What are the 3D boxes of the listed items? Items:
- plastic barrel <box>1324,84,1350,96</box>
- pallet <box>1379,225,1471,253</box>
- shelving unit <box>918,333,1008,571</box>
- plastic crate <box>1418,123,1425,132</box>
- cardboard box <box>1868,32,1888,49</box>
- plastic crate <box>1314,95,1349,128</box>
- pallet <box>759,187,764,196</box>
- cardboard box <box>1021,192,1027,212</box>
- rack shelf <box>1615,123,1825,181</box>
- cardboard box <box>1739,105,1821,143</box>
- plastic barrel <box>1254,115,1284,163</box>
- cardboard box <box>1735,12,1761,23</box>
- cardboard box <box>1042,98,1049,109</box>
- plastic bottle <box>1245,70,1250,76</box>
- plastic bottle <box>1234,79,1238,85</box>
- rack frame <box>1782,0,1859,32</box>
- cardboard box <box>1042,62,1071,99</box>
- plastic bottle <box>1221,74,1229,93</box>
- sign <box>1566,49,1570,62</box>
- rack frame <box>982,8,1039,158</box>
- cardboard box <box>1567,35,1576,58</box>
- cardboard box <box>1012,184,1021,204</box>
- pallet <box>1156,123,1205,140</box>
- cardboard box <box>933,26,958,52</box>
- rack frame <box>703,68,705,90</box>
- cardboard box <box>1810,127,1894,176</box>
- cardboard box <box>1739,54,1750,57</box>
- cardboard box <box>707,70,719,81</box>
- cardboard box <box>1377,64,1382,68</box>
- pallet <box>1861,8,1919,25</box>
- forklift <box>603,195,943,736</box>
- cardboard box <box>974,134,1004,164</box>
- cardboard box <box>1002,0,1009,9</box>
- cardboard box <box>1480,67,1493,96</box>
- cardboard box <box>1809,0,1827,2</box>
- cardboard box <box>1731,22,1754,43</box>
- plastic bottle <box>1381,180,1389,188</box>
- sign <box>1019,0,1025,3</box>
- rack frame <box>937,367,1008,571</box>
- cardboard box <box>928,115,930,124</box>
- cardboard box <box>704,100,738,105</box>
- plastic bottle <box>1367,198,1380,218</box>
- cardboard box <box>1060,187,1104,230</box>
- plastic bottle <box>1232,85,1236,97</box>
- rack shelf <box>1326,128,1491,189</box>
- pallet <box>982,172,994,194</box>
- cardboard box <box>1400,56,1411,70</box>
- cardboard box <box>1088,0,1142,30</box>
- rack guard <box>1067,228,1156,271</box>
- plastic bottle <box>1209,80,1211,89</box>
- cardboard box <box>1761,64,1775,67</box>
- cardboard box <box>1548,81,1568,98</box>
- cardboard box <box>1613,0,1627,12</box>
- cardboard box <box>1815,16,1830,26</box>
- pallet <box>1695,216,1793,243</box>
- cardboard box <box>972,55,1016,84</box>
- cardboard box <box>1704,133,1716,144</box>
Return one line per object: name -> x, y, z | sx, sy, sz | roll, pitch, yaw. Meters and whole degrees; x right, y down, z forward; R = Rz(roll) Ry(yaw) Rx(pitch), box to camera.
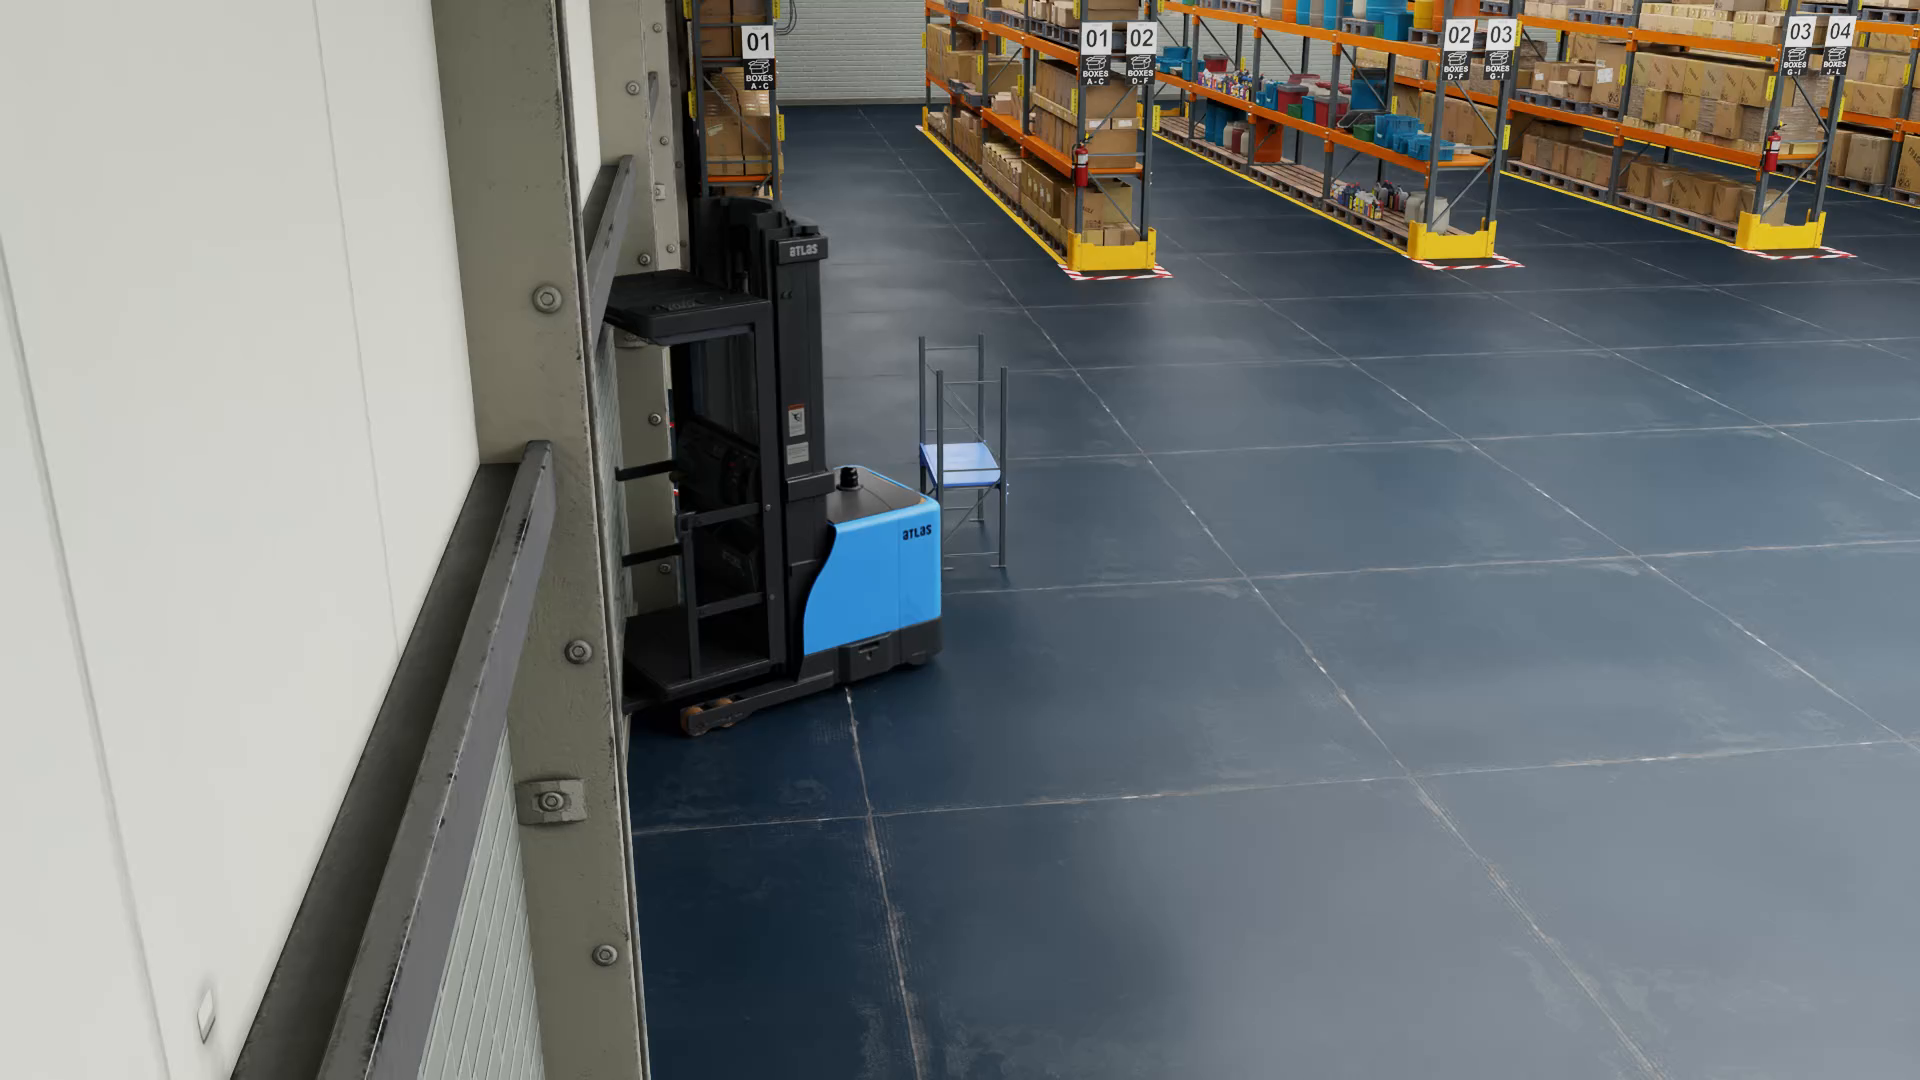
plastic barrel -> 6.350, -7.424, 28.112 | 0.433, 0.535, 0.433 | 0, 20, 0
pallet -> 6.784, -4.378, 24.137 | 1.003, 0.211, 1.213 | -3, 21, -8
shelving unit -> 0.012, -0.673, 12.375 | 0.538, 1.500, 1.048 | -3, 21, -8
plastic crate -> 6.805, -6.325, 25.576 | 0.499, 0.251, 0.616 | -3, 21, -8
cardboard box -> 19.710, -10.632, 35.323 | 0.500, 0.500, 0.500 | -3, 21, -7
plastic crate -> 6.004, -6.946, 26.935 | 0.402, 0.464, 0.583 | -3, 21, -8
pallet -> -3.720, -5.651, 27.544 | 1.003, 0.211, 1.213 | -3, 21, -8
cardboard box -> 1.241, -5.248, 25.810 | 0.500, 0.250, 0.500 | -3, 21, -8
rack shelf -> 11.566, -5.984, 25.480 | 1.077, 0.370, 4.000 | -3, 21, -8
cardboard box -> 11.802, -6.007, 23.944 | 0.875, 0.500, 0.500 | -3, 21, -8
plastic barrel -> 5.713, -7.497, 31.004 | 0.600, 0.830, 0.708 | -3, 21, -8
cardboard box -> 11.377, -7.502, 23.872 | 0.380, 0.149, 0.250 | -3, 21, -7
cardboard box -> 1.436, -6.496, 24.753 | 0.380, 0.149, 0.250 | -3, 21, -8
plastic bottle -> 5.706, -9.145, 32.984 | 0.144, 0.351, 0.185 | -3, 21, -8
plastic bottle -> 5.271, -8.680, 31.835 | 0.061, 0.283, 0.133 | -3, 21, -8
rack frame -> 11.854, -8.439, 22.450 | 1.000, 3.000, 0.127 | -3, 21, -8
cardboard box -> 1.619, -6.842, 24.750 | 0.700, 0.500, 0.500 | -3, 21, -8
plastic bottle -> 5.127, -8.807, 32.081 | 0.144, 0.351, 0.185 | -3, 21, -8
sign -> 11.237, -8.935, 30.809 | 0.100, 0.325, 0.005 | -3, 21, -8
rack frame -> 0.898, -7.900, 29.582 | 1.000, 3.000, 0.127 | -3, 21, -8
cardboard box -> 14.262, -11.401, 38.385 | 0.500, 0.500, 0.500 | -2, 21, -5
cardboard box -> 1.128, -5.553, 26.626 | 0.500, 0.250, 0.500 | -3, 21, -8
pallet -> 4.900, -8.903, 36.253 | 1.003, 0.211, 1.213 | -3, 21, -8
cardboard box -> -0.302, -10.664, 35.410 | 0.500, 0.500, 0.500 | -3, 21, -7
rack frame -> -4.003, -7.649, 28.909 | 1.000, 3.000, 0.127 | -3, 21, -8
cardboard box -> 15.887, -6.916, 29.562 | 1.050, 0.750, 0.750 | -3, 21, -8
cardboard box -> 15.598, -9.505, 32.786 | 0.380, 0.149, 0.250 | -2, 21, -5
cardboard box -> -3.926, -7.740, 28.380 | 0.700, 0.500, 0.500 | -5, 21, -14
cardboard box -> 9.460, -10.466, 36.811 | 0.380, 0.149, 0.250 | -3, 21, -8
pallet -> 16.020, -8.859, 28.136 | 0.805, 0.209, 1.217 | -4, 21, -10
forklift -> -1.601, -0.441, 9.709 | 3.031, 2.935, 1.130 | -14, 25, -33
cardboard box -> 0.531, -7.247, 30.777 | 0.500, 0.500, 0.500 | -2, 21, -6
cardboard box -> 1.019, -9.278, 28.596 | 0.500, 0.250, 0.500 | -4, 21, -12
cardboard box -> 10.319, -8.777, 31.785 | 0.500, 0.500, 0.500 | -3, 21, -8
cardboard box -> 15.583, -9.757, 29.737 | 0.500, 0.250, 0.500 | -2, 21, -6
cardboard box -> 11.459, -7.291, 23.876 | 0.500, 0.250, 0.500 | -3, 21, -7
plastic bottle -> 6.755, -5.521, 26.367 | 0.144, 0.351, 0.185 | -3, 21, -9
sign -> 0.939, -8.279, 25.121 | 0.100, 0.325, 0.005 | -3, 21, -8
rack frame -> 0.086, -0.497, 11.903 | 0.500, 1.500, 0.032 | -3, 21, -8
cardboard box -> -0.499, -9.300, 36.750 | 0.380, 0.166, 0.250 | -3, 21, -8
cardboard box -> -3.343, -5.850, 23.206 | 0.500, 0.500, 0.500 | -3, 21, -7
plastic bottle -> 6.246, -5.012, 25.111 | 0.152, 0.276, 0.135 | -3, 21, -7
cardboard box -> 1.679, -4.561, 22.899 | 0.500, 0.500, 0.500 | -3, 21, -8
plastic bottle -> 5.204, -8.497, 31.464 | 0.097, 0.201, 0.097 | 0, 20, 0
rack shelf -> 6.665, -5.734, 24.811 | 1.077, 0.370, 4.000 | -3, 21, -8
pallet -> 0.978, -6.307, 29.301 | 1.003, 0.211, 1.213 | -3, 21, -8
cardboard box -> 9.724, -10.171, 35.451 | 0.500, 0.250, 0.500 | -2, 21, -6
cardboard box -> 1.972, -7.046, 22.058 | 0.797, 0.503, 0.637 | -1, 21, -4
rack guard -> 2.055, -3.951, 22.581 | 1.175, 0.500, 0.348 | -3, 21, -8
plastic bottle -> 4.984, -9.026, 32.878 | 0.097, 0.201, 0.097 | 0, 20, 0
cardboard box -> 11.980, -6.661, 24.266 | 0.500, 0.500, 0.500 | -3, 21, -8
cardboard box -> 10.715, -7.933, 29.284 | 0.500, 0.250, 0.500 | -4, 21, -9
cardboard box -> 11.043, -8.873, 27.491 | 0.396, 0.266, 0.258 | -2, 21, -6
cardboard box -> 12.044, -7.258, 23.218 | 0.380, 0.149, 0.250 | -3, 21, -8
pallet -> 11.761, -4.632, 24.816 | 1.003, 0.211, 1.213 | -3, 21, -8
cardboard box -> 0.637, -8.920, 31.569 | 0.700, 0.500, 0.500 | -8, 22, -21
cardboard box -> 11.413, -6.031, 24.937 | 0.380, 0.149, 0.250 | -3, 21, -8
